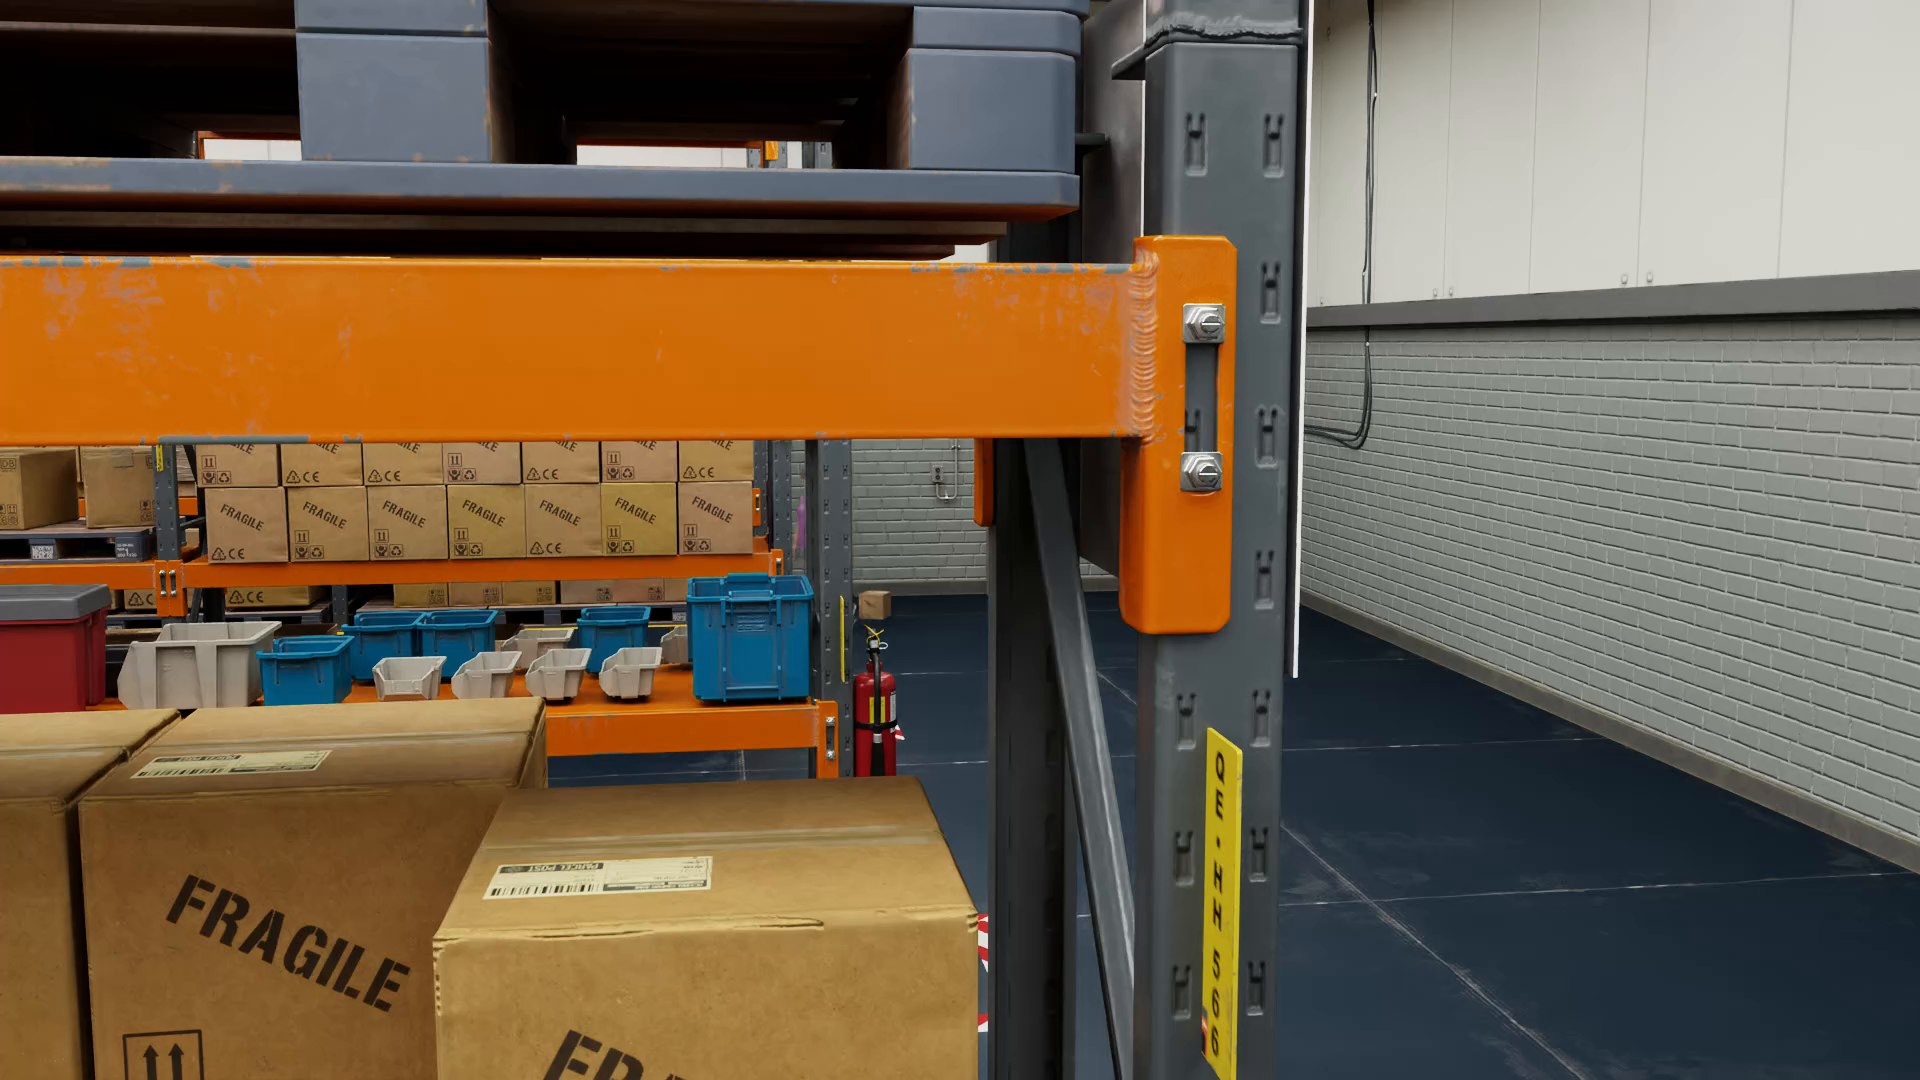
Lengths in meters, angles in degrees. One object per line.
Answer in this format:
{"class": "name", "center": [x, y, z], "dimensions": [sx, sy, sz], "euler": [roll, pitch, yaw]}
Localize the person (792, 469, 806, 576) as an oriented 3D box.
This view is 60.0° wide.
{"class": "person", "center": [-1.352, 0.118, 15.612], "dimensions": [0.488, 1.638, 0.419], "euler": [-6, 9, -40]}
